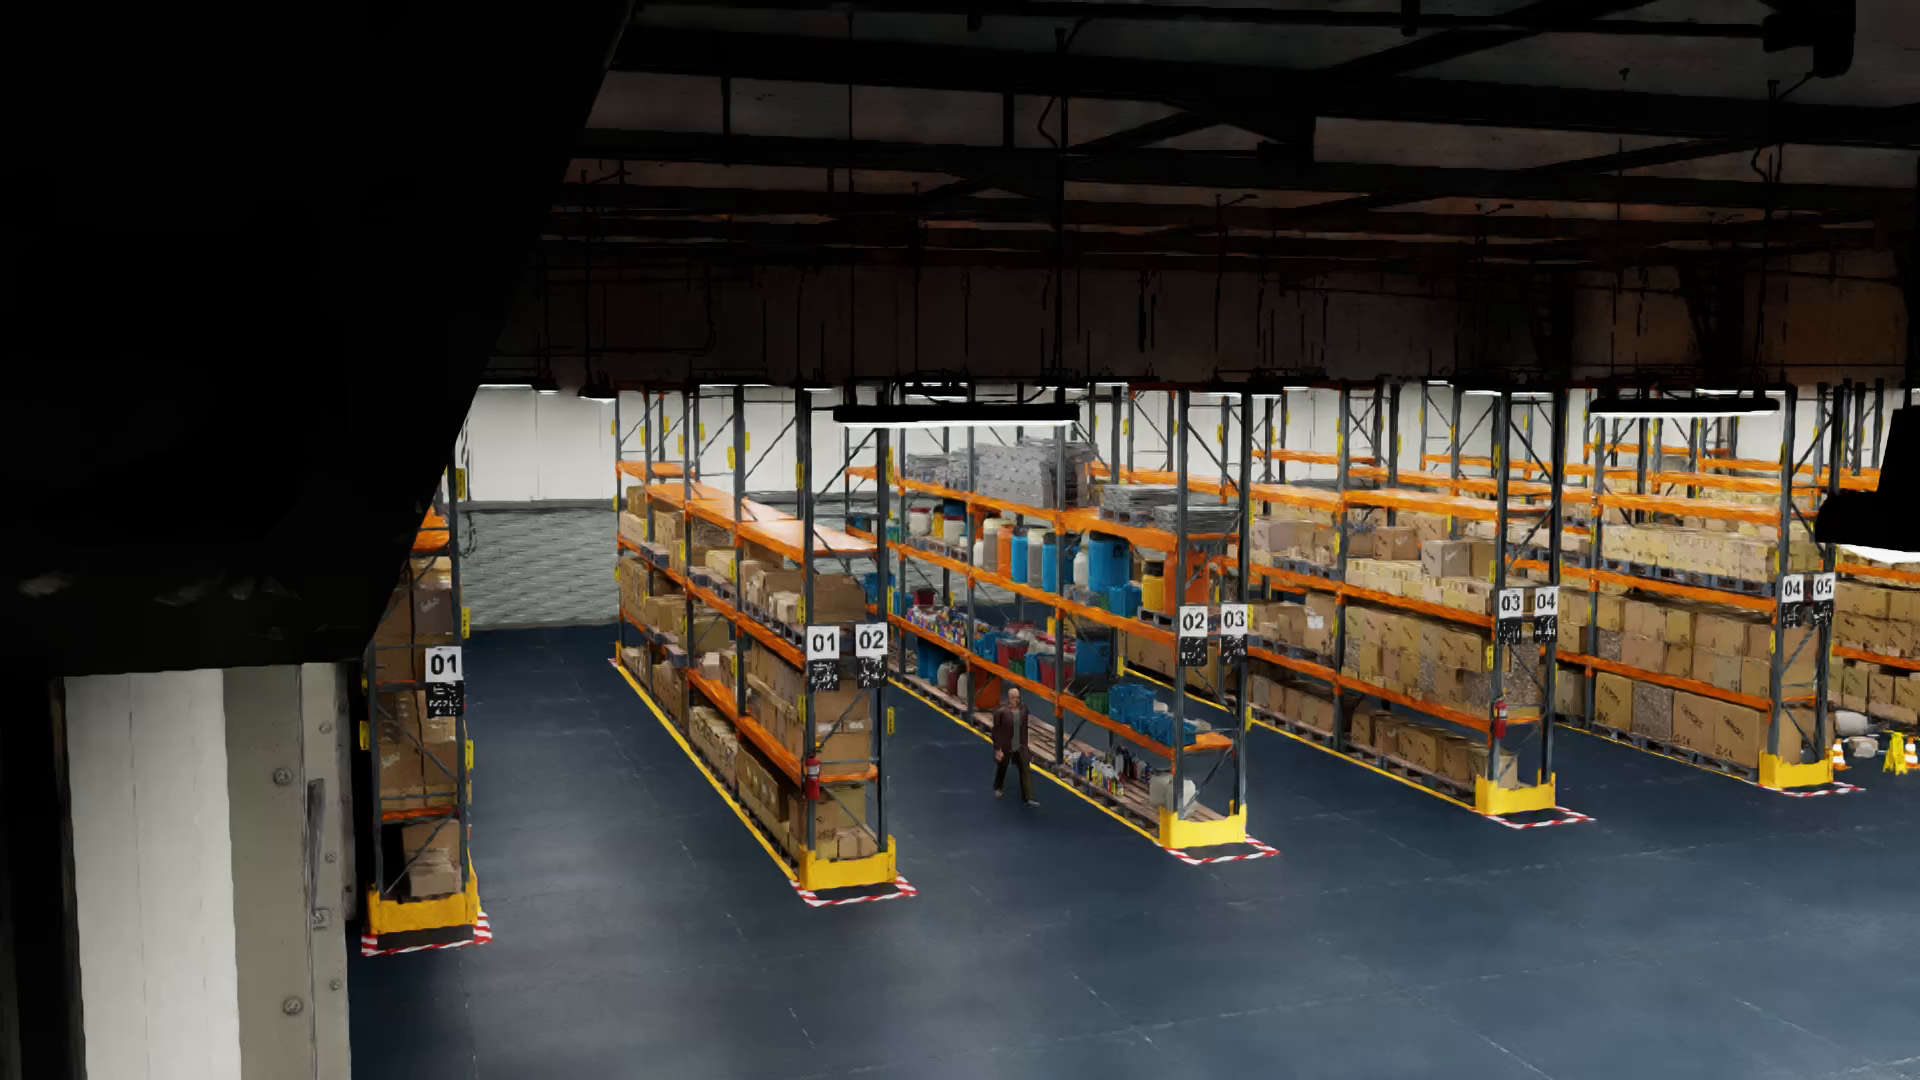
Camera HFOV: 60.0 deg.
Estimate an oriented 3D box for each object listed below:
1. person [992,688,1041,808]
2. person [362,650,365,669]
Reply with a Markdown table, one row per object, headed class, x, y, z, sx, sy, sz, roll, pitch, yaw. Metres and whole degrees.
| class | x | y | z | sx | sy | sz | roll | pitch | yaw |
| --- | --- | --- | --- | --- | --- | --- | --- | --- | --- |
| person | 0.754 | 2.948 | 23.859 | 0.598 | 1.698 | 1.193 | -2 | 6 | -17 |
| person | -12.126 | 1.773 | 34.659 | 0.576 | 1.770 | 0.734 | 2 | 6 | 19 |
